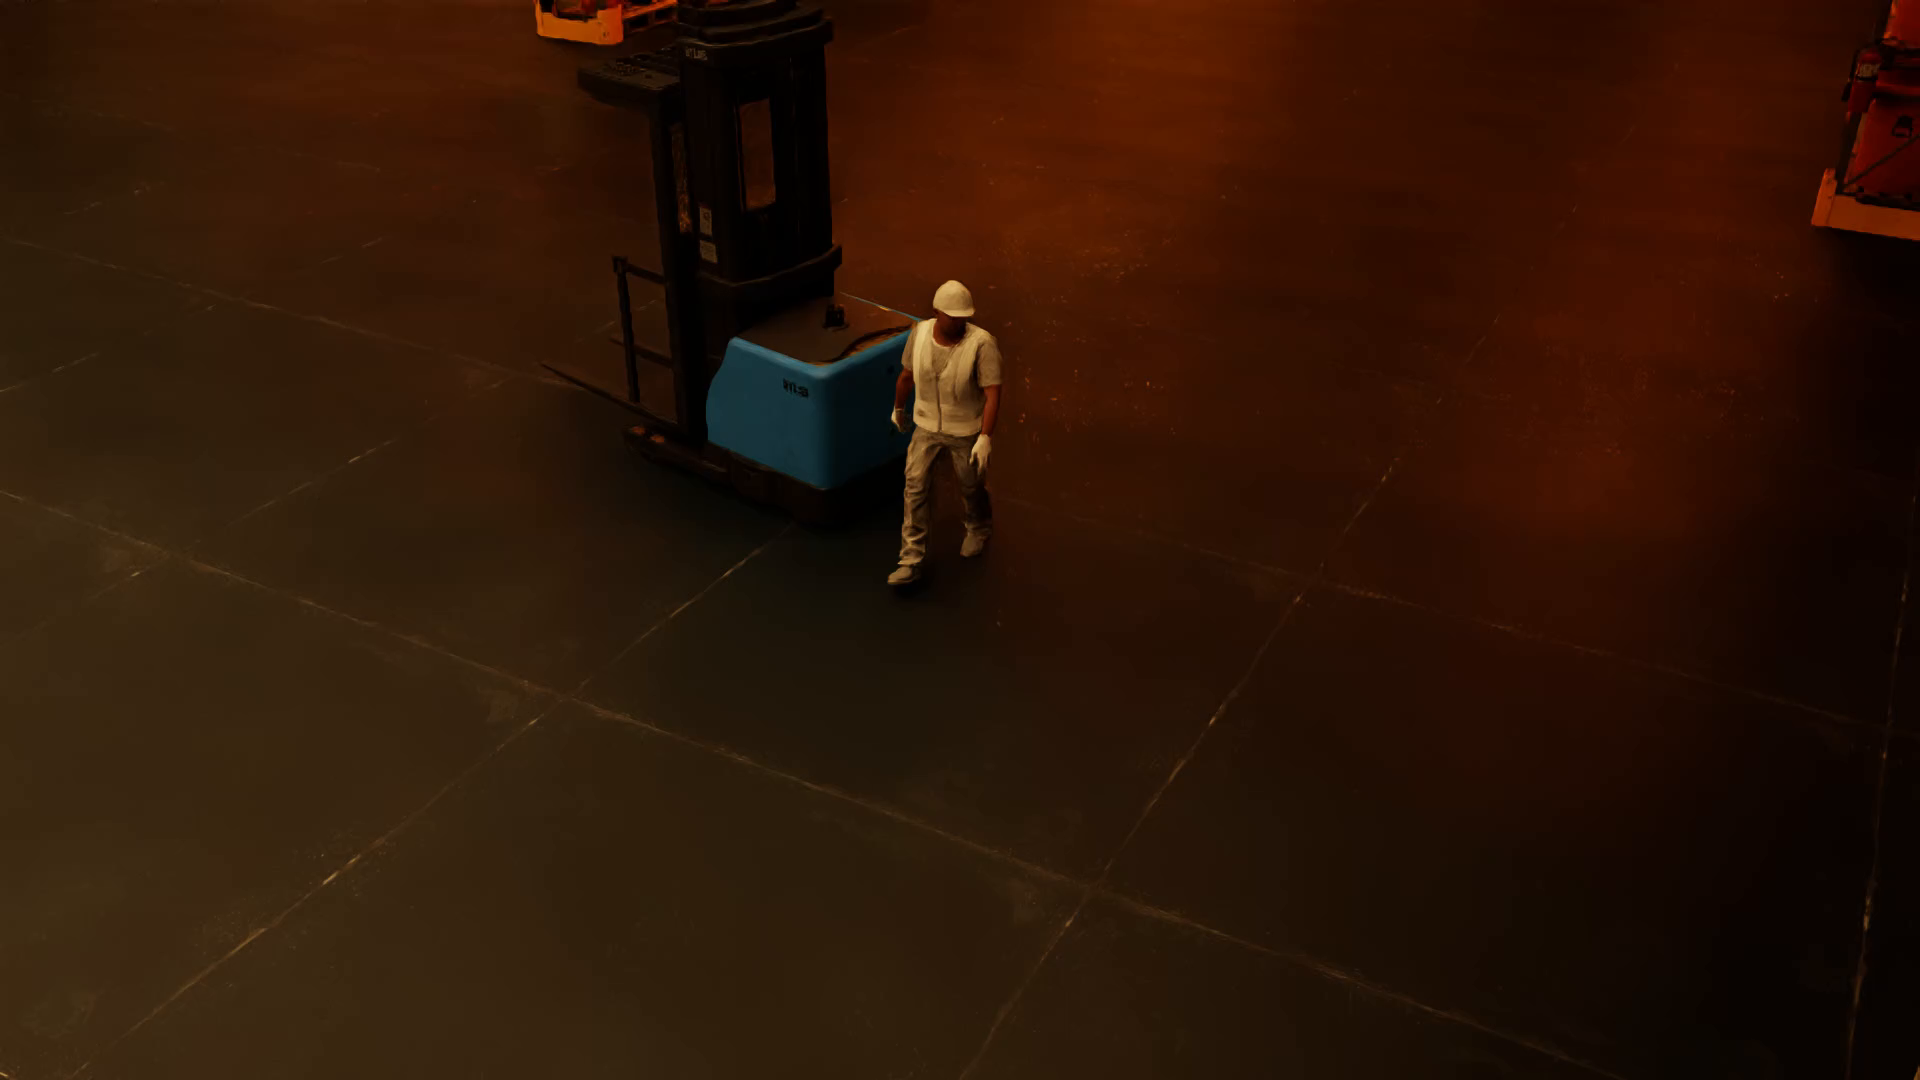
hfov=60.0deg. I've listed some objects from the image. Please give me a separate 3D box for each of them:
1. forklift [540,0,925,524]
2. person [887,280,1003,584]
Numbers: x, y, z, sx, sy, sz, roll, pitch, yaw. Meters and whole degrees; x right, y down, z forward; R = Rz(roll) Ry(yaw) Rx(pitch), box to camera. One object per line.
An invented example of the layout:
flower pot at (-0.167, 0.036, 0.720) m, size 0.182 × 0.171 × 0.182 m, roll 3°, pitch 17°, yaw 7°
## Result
forklift at (-1.598, -1.969, 10.483) m, size 3.031 × 2.935 × 1.130 m, roll 23°, pitch 37°, yaw 34°
person at (-0.123, -0.597, 9.300) m, size 0.723 × 1.738 × 0.872 m, roll 10°, pitch 31°, yaw 17°
